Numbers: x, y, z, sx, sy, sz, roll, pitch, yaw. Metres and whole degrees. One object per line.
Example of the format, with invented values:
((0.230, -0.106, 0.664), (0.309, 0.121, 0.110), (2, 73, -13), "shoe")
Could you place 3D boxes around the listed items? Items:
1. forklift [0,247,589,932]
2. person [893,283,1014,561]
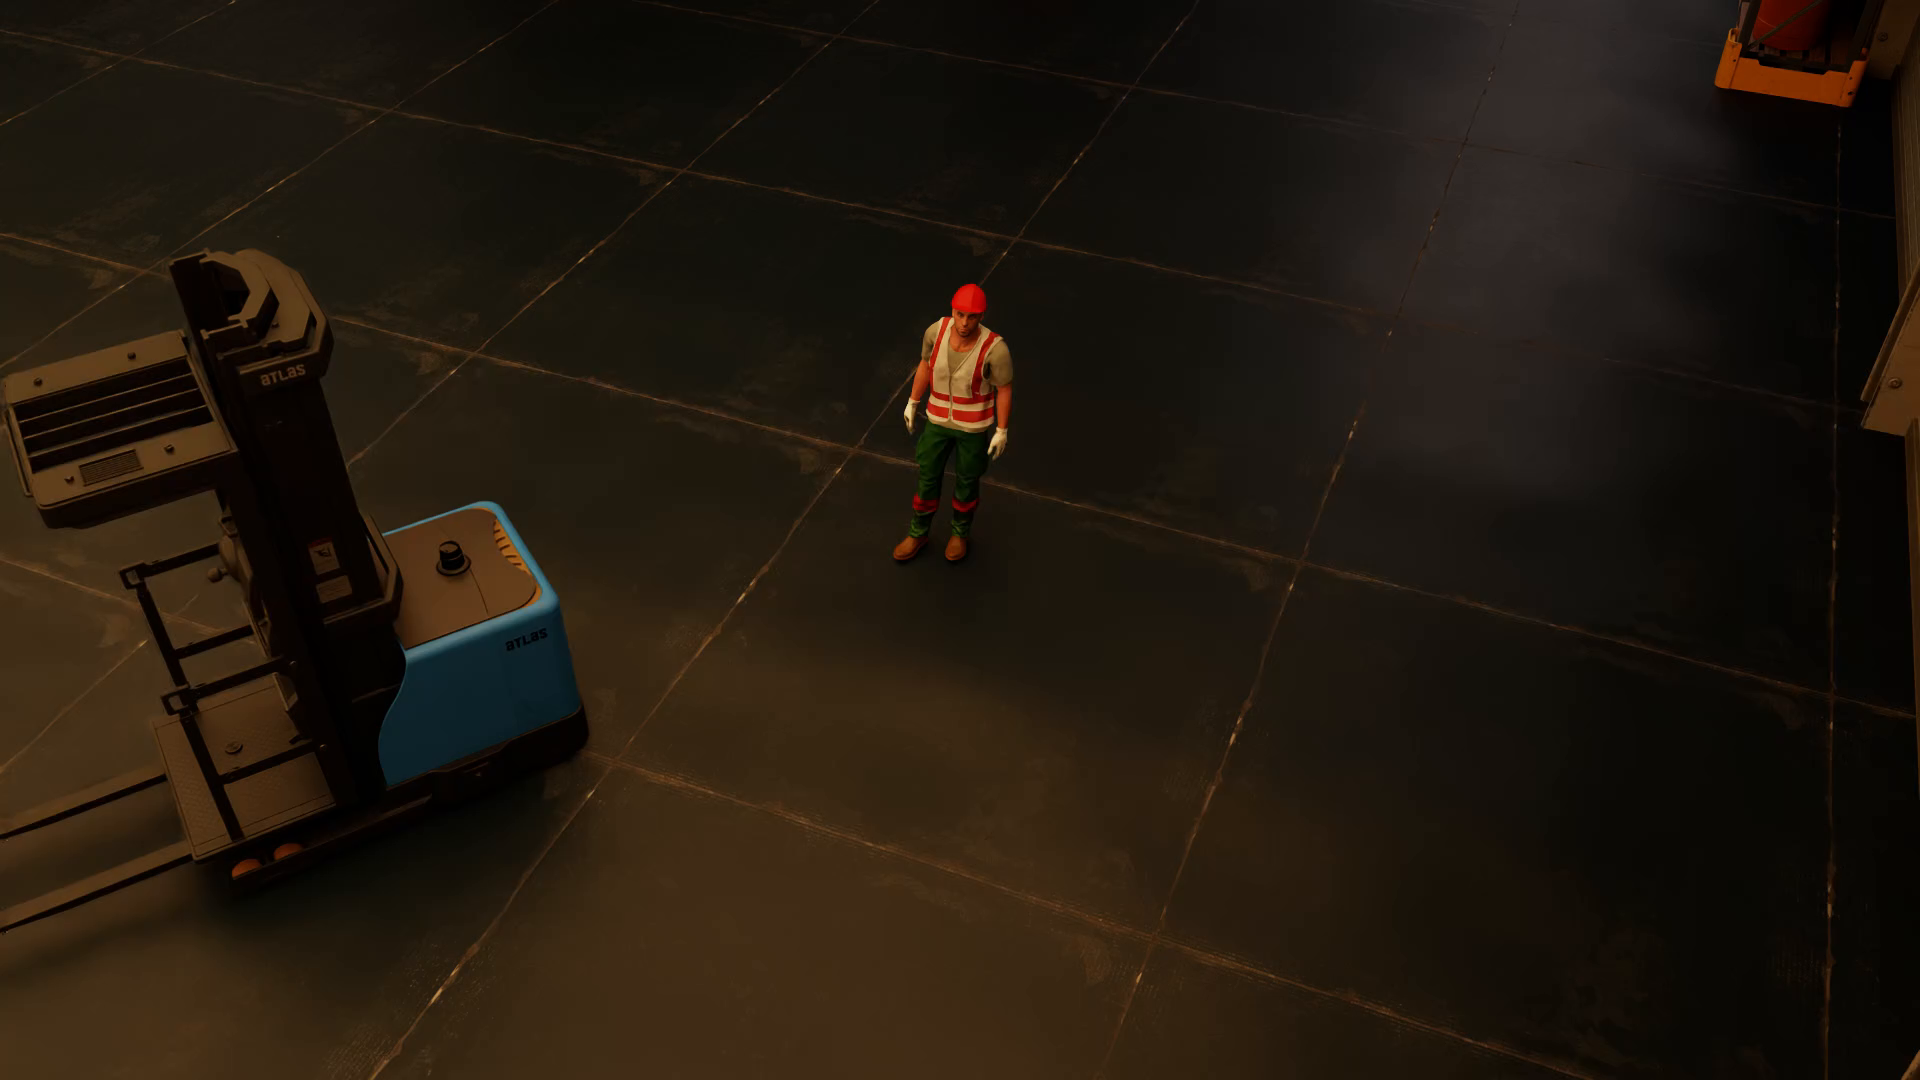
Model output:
((-3.517, 0.223, 7.740), (3.031, 2.935, 1.130), (-21, 44, -23), "forklift")
((-0.042, -0.647, 9.657), (0.637, 1.790, 0.562), (15, 42, 17), "person")
